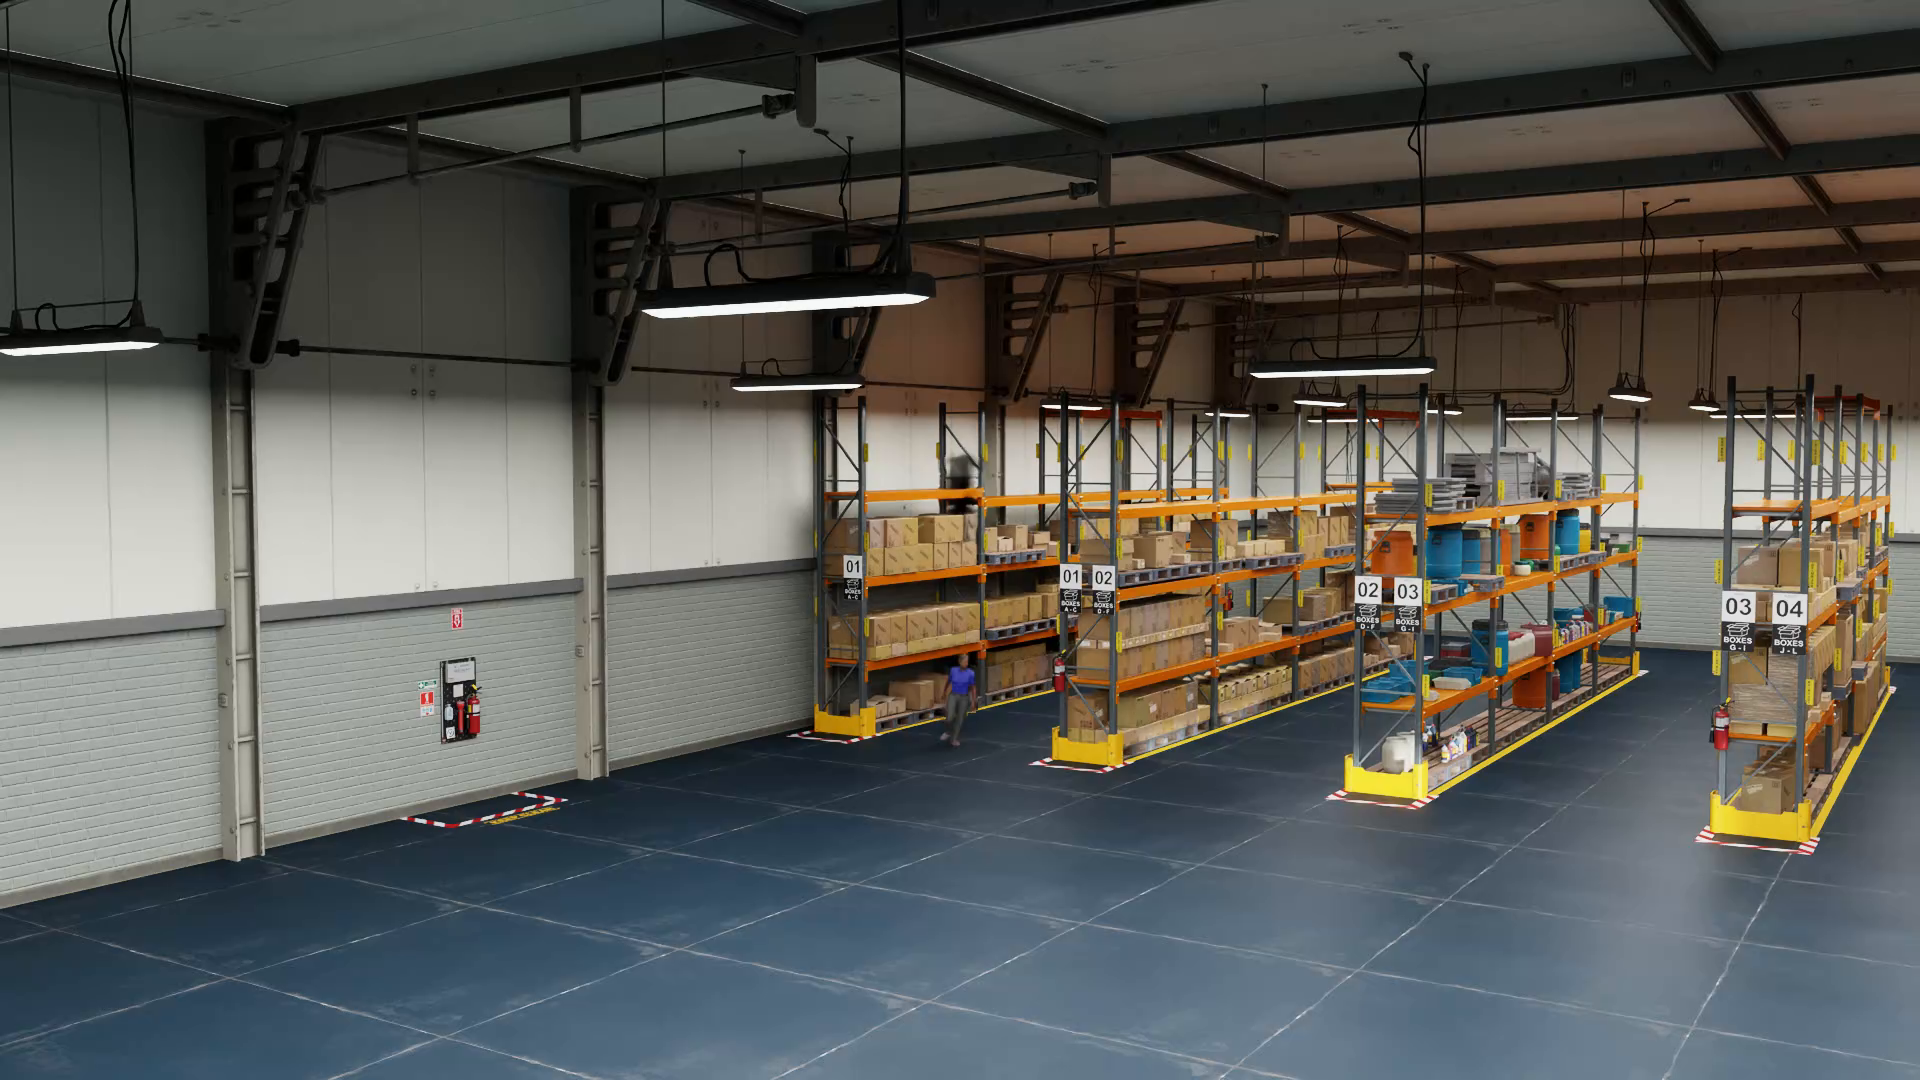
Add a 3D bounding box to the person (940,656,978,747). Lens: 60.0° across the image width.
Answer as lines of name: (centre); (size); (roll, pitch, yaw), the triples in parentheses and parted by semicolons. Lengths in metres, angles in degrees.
person: (-0.015, 2.735, 28.235); (0.613, 1.579, 0.602); (0, 3, -5)
